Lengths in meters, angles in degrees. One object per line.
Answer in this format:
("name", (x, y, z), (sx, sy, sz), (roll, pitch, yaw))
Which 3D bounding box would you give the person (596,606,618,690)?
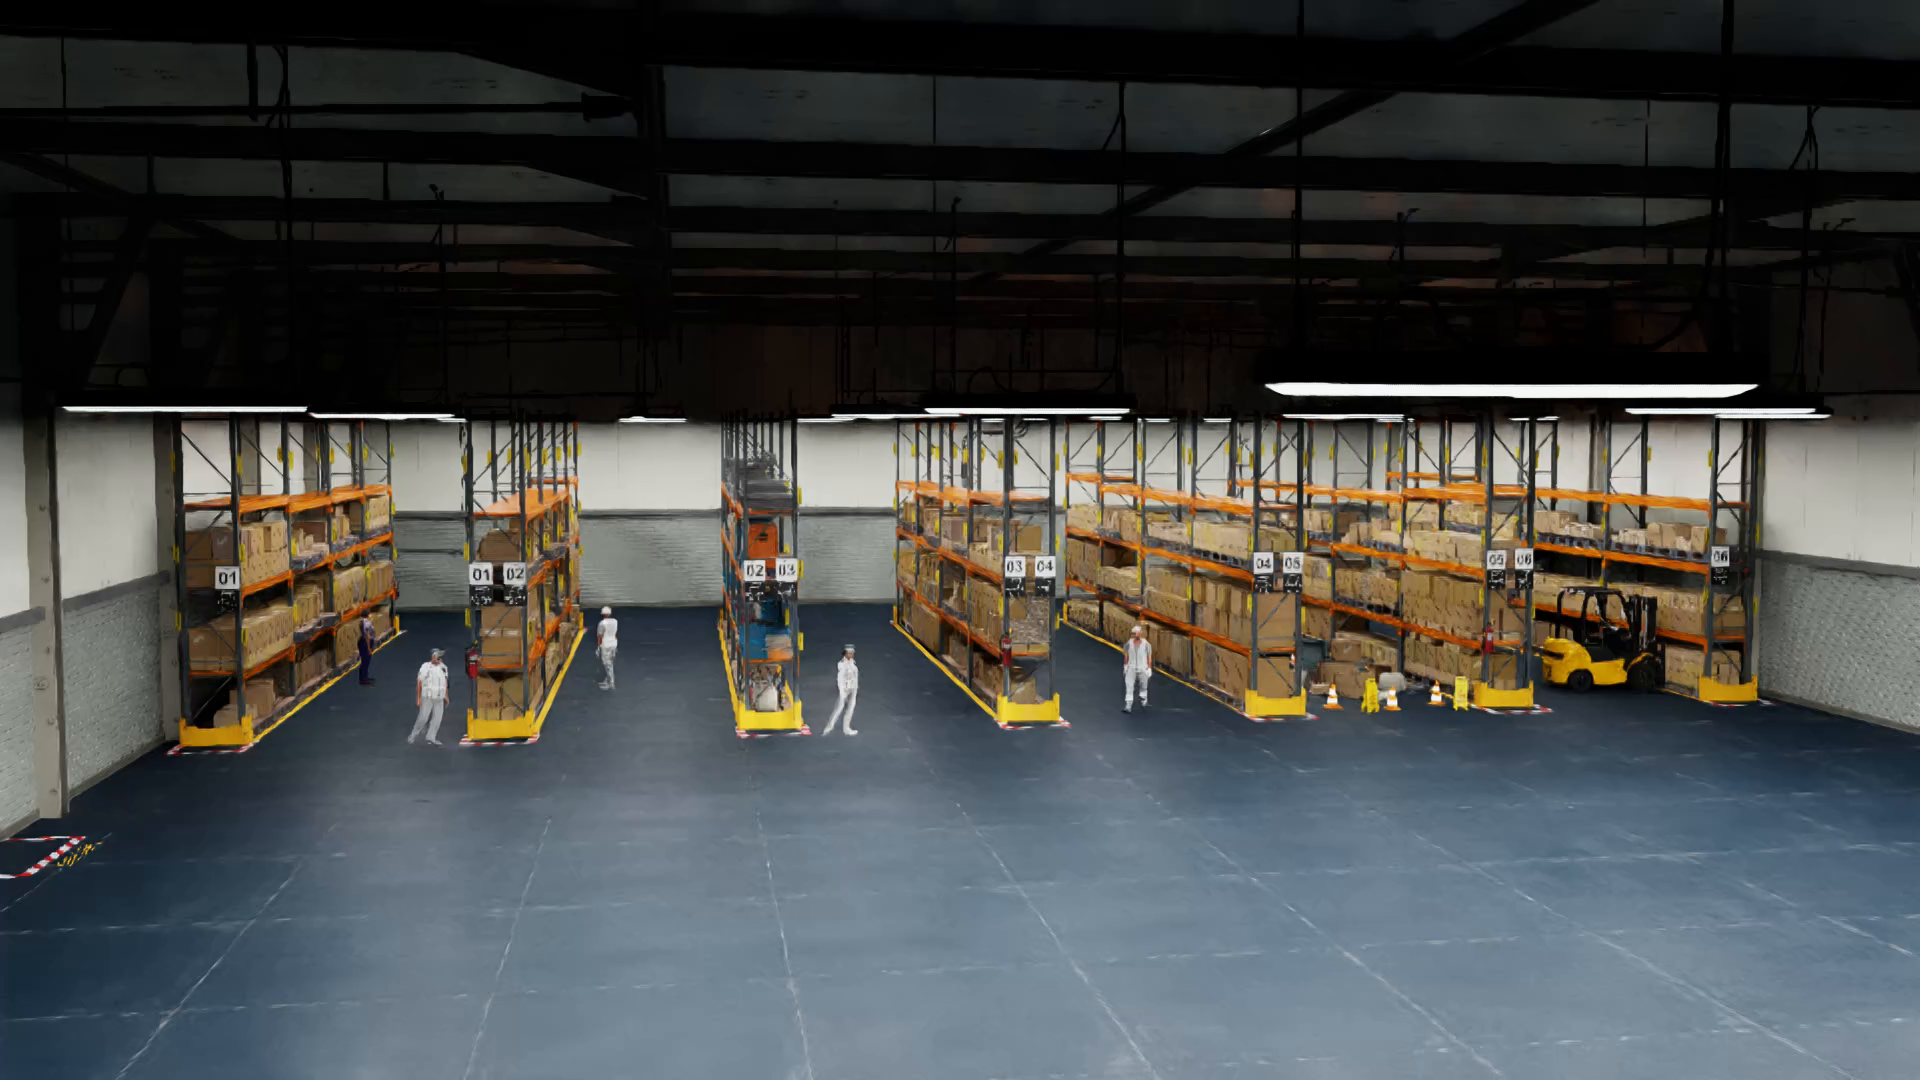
("person", (-7.641, 2.309, 35.935), (0.583, 1.782, 0.665), (2, 4, 23))

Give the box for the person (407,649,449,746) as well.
("person", (-9.481, 2.801, 29.640), (0.555, 1.722, 0.725), (4, 5, 43))

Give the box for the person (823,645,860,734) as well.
("person", (-2.192, 2.762, 30.619), (0.489, 1.665, 0.674), (3, 5, 38))

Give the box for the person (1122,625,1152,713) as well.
("person", (3.529, 2.555, 33.115), (0.590, 1.747, 0.984), (1, 4, 13))

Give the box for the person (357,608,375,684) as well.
("person", (-13.081, 2.329, 36.654), (0.380, 1.652, 0.608), (-2, 5, -30))
